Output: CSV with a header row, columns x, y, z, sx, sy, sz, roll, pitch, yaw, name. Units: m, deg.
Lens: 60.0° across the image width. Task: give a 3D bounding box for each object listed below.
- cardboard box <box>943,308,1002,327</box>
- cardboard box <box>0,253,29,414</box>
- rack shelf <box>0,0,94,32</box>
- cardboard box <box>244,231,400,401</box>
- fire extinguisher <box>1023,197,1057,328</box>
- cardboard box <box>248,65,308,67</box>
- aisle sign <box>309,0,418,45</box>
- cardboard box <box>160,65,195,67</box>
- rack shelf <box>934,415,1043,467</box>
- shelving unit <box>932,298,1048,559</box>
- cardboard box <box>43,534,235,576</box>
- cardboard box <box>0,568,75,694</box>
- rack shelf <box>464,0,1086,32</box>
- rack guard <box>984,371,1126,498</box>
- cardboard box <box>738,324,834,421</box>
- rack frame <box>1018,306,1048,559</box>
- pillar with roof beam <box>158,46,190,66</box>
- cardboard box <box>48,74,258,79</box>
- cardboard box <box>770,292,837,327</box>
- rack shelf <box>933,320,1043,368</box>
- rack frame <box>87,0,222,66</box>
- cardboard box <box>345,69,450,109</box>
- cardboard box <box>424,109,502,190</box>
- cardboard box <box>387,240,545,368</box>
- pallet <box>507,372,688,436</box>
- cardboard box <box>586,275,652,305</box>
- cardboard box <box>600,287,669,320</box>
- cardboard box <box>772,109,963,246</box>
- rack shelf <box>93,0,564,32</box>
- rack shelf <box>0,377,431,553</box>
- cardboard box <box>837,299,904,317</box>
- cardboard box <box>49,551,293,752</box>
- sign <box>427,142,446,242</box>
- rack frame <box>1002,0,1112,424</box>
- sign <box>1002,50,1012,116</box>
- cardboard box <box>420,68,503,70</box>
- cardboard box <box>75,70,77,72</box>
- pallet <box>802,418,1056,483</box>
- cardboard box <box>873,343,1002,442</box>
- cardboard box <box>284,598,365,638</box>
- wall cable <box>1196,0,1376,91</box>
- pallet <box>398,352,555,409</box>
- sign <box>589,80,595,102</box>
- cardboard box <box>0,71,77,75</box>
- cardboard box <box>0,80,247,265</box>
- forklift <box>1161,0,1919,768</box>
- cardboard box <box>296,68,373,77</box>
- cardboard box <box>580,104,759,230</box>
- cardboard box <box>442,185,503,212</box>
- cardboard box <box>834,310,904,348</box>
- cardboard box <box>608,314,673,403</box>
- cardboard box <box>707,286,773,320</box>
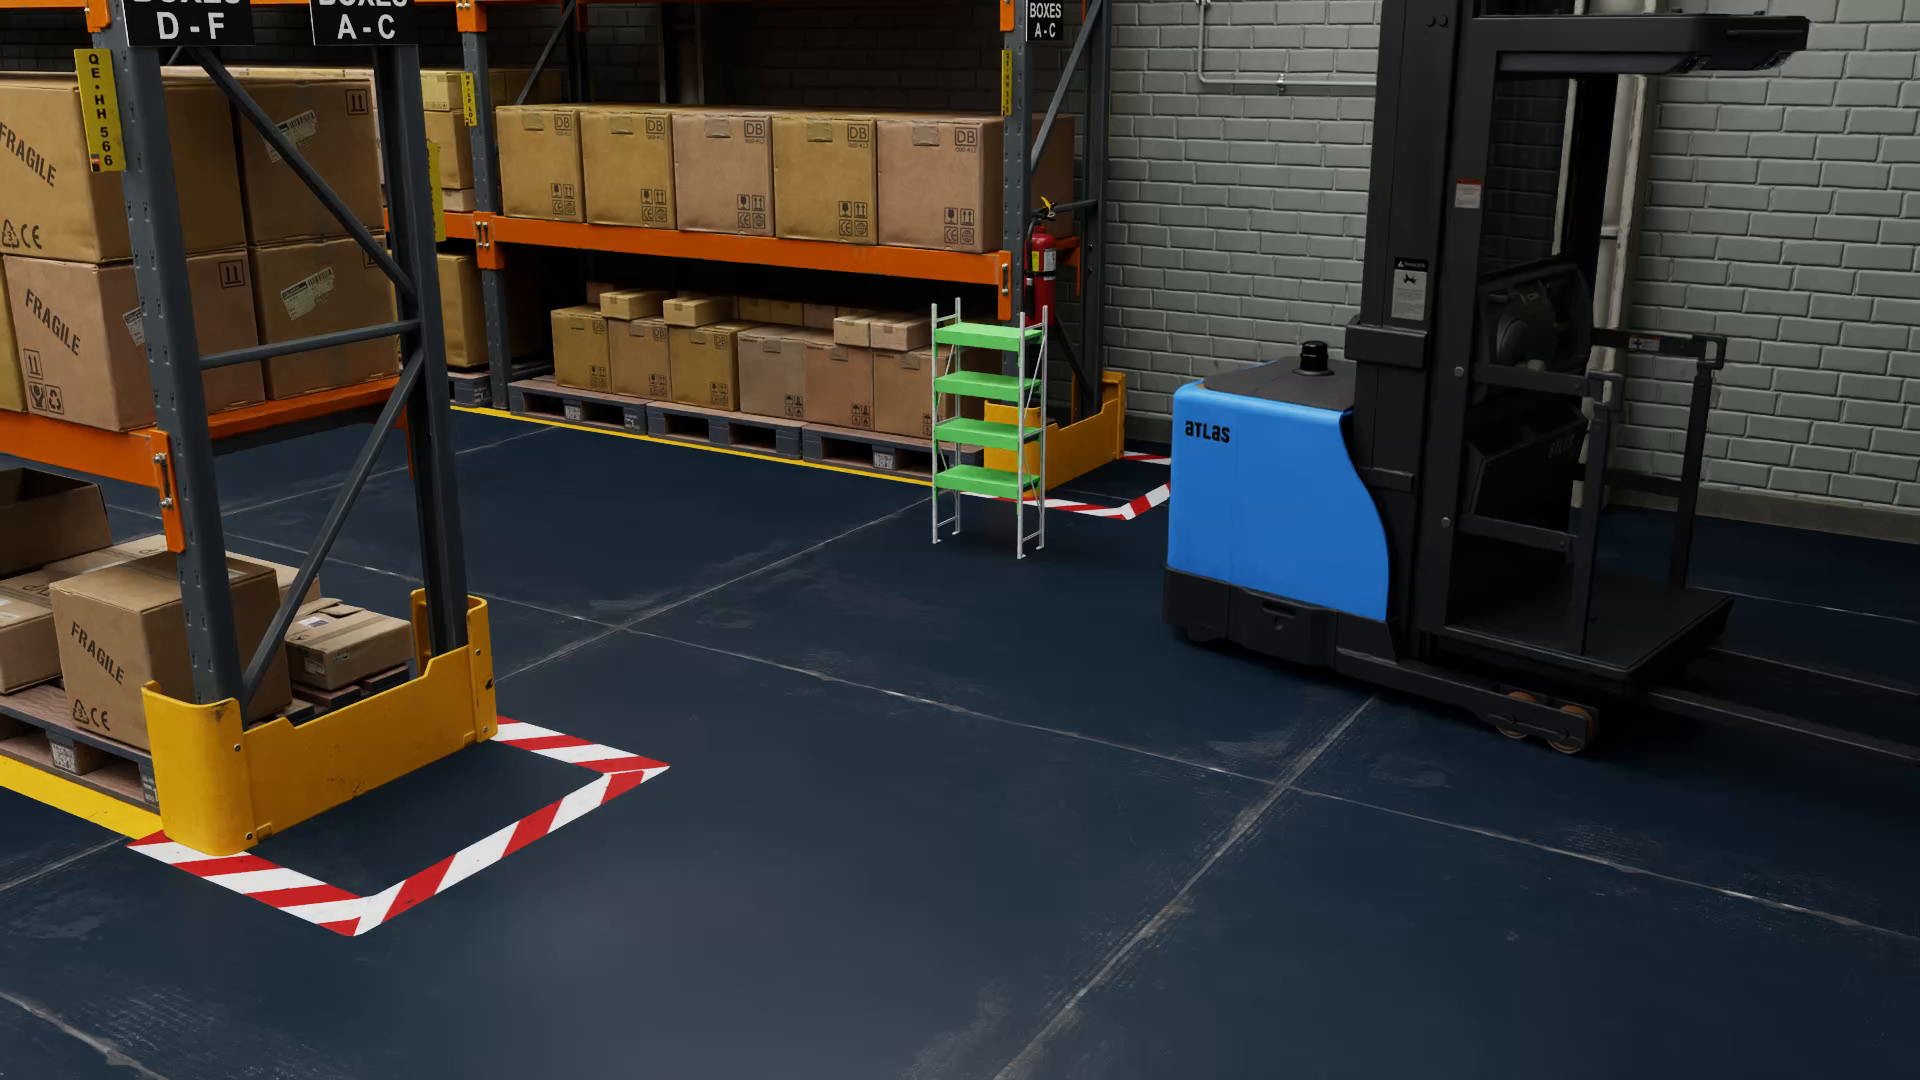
x,y,z,sx,sy,sz,roll,pitch,yaw,name
0.103,-1.261,9.835,0.250,0.149,0.380,10,20,30,cardboard box
-3.017,-0.733,5.461,0.500,0.500,0.500,10,20,31,cardboard box
-7.981,-4.446,13.933,4.000,0.370,1.077,10,20,30,rack shelf
-2.289,-0.787,5.639,0.500,0.500,0.500,11,20,31,cardboard box
0.428,-1.481,8.871,0.183,0.674,0.296,10,20,30,fire extinguisher
-5.315,-3.525,12.816,0.500,0.250,0.500,9,19,28,cardboard box
-1.837,-1.913,5.044,0.004,0.787,0.394,10,20,30,aisle sign
-6.000,-3.472,12.642,0.500,0.250,0.500,11,20,31,cardboard box
0.141,-0.488,8.143,0.480,0.148,0.258,10,20,30,rack shelf
0.141,-0.549,8.124,0.503,1.200,0.258,10,20,30,shelving unit
-3.216,0.194,6.556,0.500,0.250,0.500,10,20,30,cardboard box
-3.435,0.325,6.124,0.500,0.250,0.500,10,20,30,cardboard box
-1.164,-3.229,9.927,4.000,0.370,1.077,10,20,30,rack shelf
0.561,-0.634,9.609,0.348,0.500,1.175,10,20,30,rack guard
-0.964,-1.073,10.330,0.500,0.500,0.700,9,19,28,cardboard box
0.349,-0.512,8.002,0.015,1.200,0.240,10,20,30,rack frame
-9.184,-5.267,10.237,0.400,9.000,9.100,10,20,30,pillar with roof beam
-2.738,-1.343,5.749,0.500,0.500,0.500,10,20,31,cardboard box
-0.978,-1.454,10.468,0.250,0.149,0.380,10,20,31,cardboard box
0.141,-0.947,8.003,0.480,0.148,0.258,10,20,30,rack shelf
-6.276,-3.051,13.263,0.127,3.000,1.000,10,20,30,rack frame
-3.830,-3.089,11.380,0.500,0.250,0.500,11,20,31,cardboard box
-3.393,-2.650,11.225,0.500,0.500,0.500,10,19,29,cardboard box
-3.490,-1.681,11.731,0.750,0.750,0.750,10,20,31,cardboard box
-2.261,-0.973,11.221,1.213,0.211,1.003,10,20,30,pallet
-2.304,-1.690,11.245,0.250,0.149,0.380,10,20,30,cardboard box
-2.088,-1.521,10.690,0.250,0.149,0.380,11,20,32,cardboard box
-0.525,-2.160,9.816,0.700,0.700,0.980,10,20,30,cardboard box
-4.572,-3.837,11.930,4.000,0.370,1.077,10,20,30,rack shelf
-3.753,-0.566,6.323,4.000,0.370,1.077,10,20,30,rack shelf
-0.542,-1.376,10.213,0.250,0.149,0.380,10,20,31,cardboard box
-2.641,0.357,5.587,0.500,0.500,0.500,10,20,30,cardboard box
-1.765,-1.155,5.533,0.005,0.325,0.100,10,20,30,sign
0.541,-1.834,9.257,0.127,3.000,1.000,10,20,30,rack frame
0.245,-2.369,8.619,0.005,0.325,0.100,10,20,30,sign
-3.573,-3.213,11.790,0.500,0.250,0.500,10,20,31,cardboard box
-6.868,-3.710,13.388,0.250,0.149,0.380,7,18,21,cardboard box
-0.182,-0.602,9.999,1.213,0.211,1.003,10,20,30,pallet
-0.108,-0.920,9.828,0.500,0.500,0.700,10,20,30,cardboard box
-2.439,0.352,6.179,0.250,0.166,0.380,10,20,30,cardboard box
2.127,-2.359,9.240,1.851,1.984,0.084,10,20,30,wall cable
-3.565,-1.207,11.990,1.213,0.211,1.003,10,20,30,pallet
-2.579,-3.032,11.576,0.005,0.325,0.100,10,20,30,sign
-3.595,-1.497,6.258,0.500,0.500,0.500,10,20,30,cardboard box
-2.572,-1.132,5.055,0.500,0.500,0.500,10,20,30,cardboard box
2.287,-0.818,6.032,3.031,2.935,1.130,15,22,40,forklift
-4.265,-3.166,11.635,0.500,0.250,0.500,11,20,31,cardboard box
-1.795,-2.387,10.562,0.700,0.700,0.980,10,19,29,cardboard box
-3.304,-2.313,11.232,0.250,0.149,0.380,10,20,31,cardboard box
-0.531,-1.244,9.777,0.250,0.149,0.380,11,20,32,cardboard box
-1.858,-1.231,10.850,0.500,0.500,0.700,10,20,30,cardboard box
-1.414,-1.531,10.724,0.250,0.149,0.380,10,20,31,cardboard box
